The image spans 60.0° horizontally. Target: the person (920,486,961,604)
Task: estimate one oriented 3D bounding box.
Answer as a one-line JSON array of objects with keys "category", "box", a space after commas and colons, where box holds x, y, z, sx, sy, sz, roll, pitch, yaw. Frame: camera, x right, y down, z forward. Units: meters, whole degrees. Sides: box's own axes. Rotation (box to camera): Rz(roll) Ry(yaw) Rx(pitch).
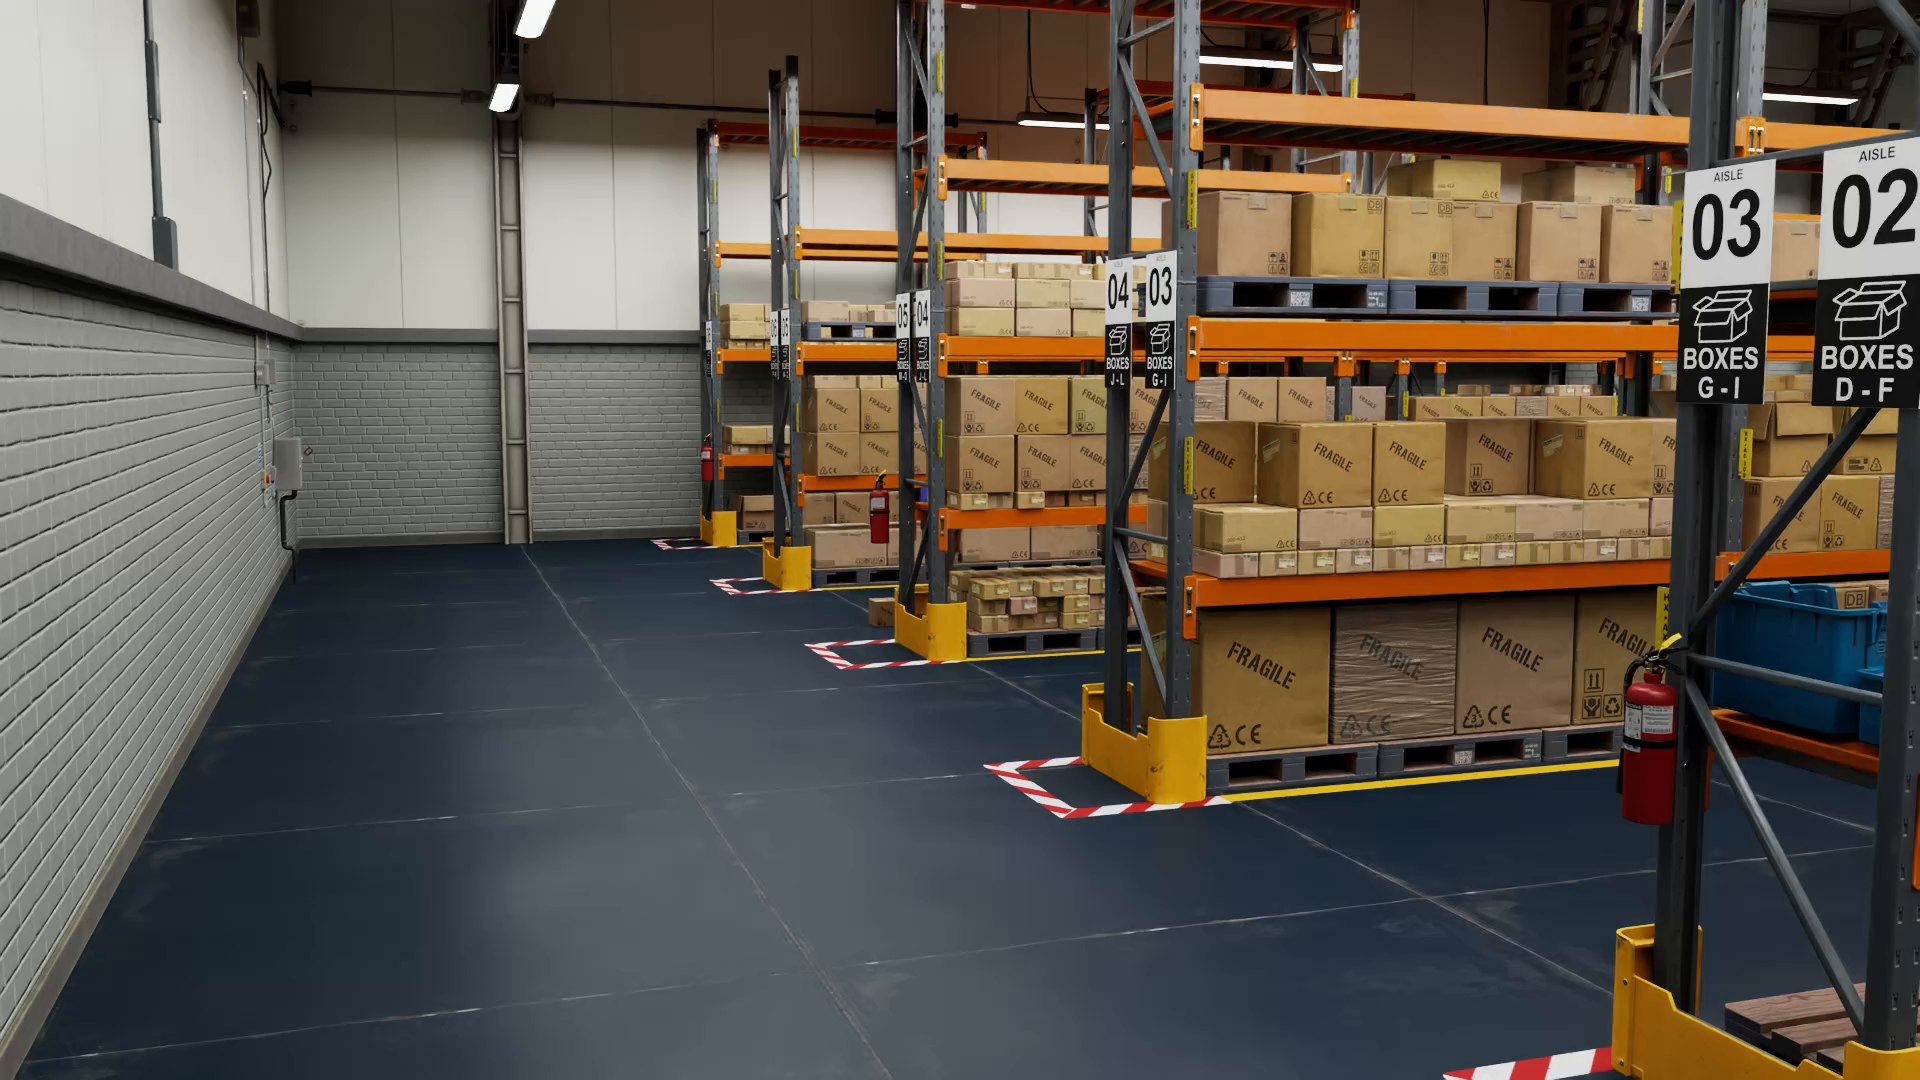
[{"category": "person", "box": [-0.239, -0.006, 16.644, 0.469, 1.656, 0.624, 3, 7, 26]}]
